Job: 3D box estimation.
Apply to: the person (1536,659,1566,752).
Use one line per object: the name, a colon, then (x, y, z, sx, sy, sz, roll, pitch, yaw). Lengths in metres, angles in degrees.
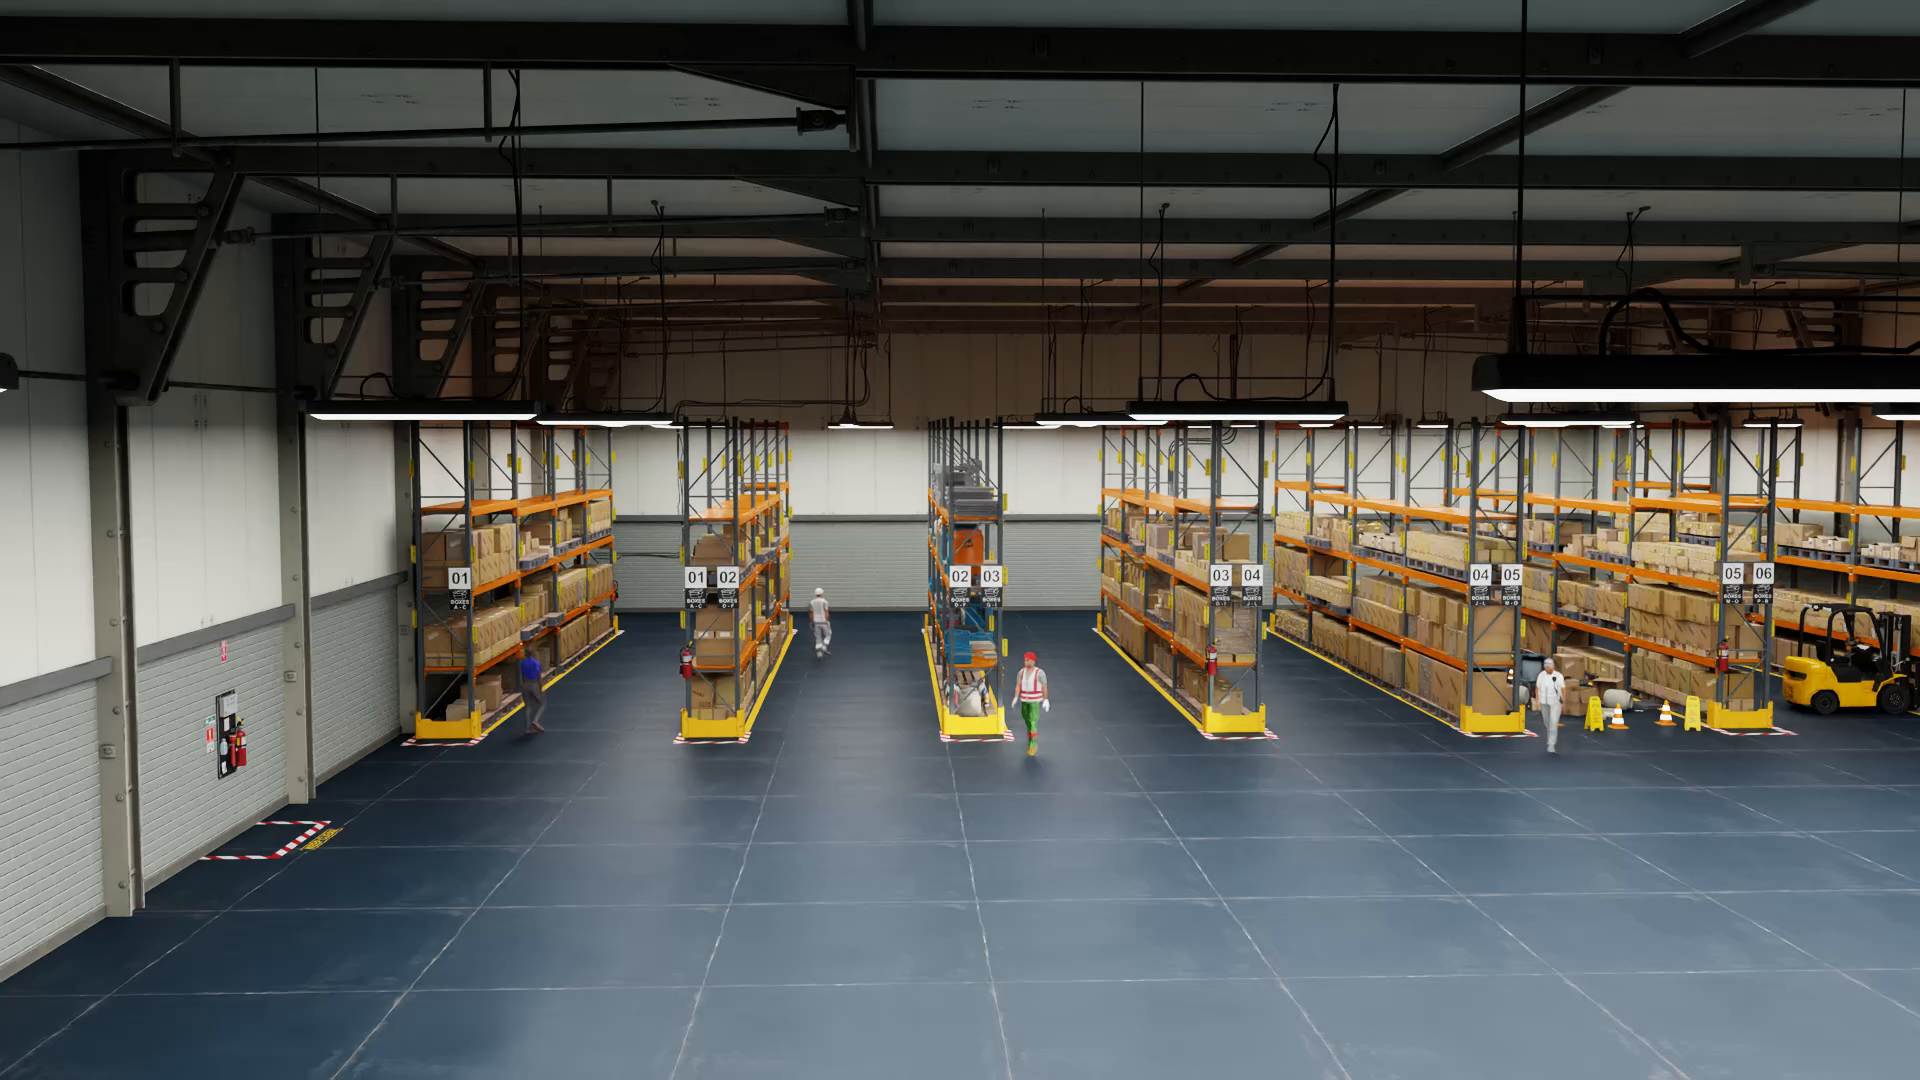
person: (10.615, 2.936, 29.920, 0.530, 1.617, 0.921, 3, 5, 43)

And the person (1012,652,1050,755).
person: (1.204, 2.892, 29.530, 0.597, 1.778, 0.751, 2, 4, 34)

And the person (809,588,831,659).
person: (-3.525, 2.099, 41.840, 0.579, 1.781, 0.503, 0, 4, 8)

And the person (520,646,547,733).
person: (-8.098, 2.836, 31.498, 0.547, 1.641, 0.467, 1, 4, 16)
